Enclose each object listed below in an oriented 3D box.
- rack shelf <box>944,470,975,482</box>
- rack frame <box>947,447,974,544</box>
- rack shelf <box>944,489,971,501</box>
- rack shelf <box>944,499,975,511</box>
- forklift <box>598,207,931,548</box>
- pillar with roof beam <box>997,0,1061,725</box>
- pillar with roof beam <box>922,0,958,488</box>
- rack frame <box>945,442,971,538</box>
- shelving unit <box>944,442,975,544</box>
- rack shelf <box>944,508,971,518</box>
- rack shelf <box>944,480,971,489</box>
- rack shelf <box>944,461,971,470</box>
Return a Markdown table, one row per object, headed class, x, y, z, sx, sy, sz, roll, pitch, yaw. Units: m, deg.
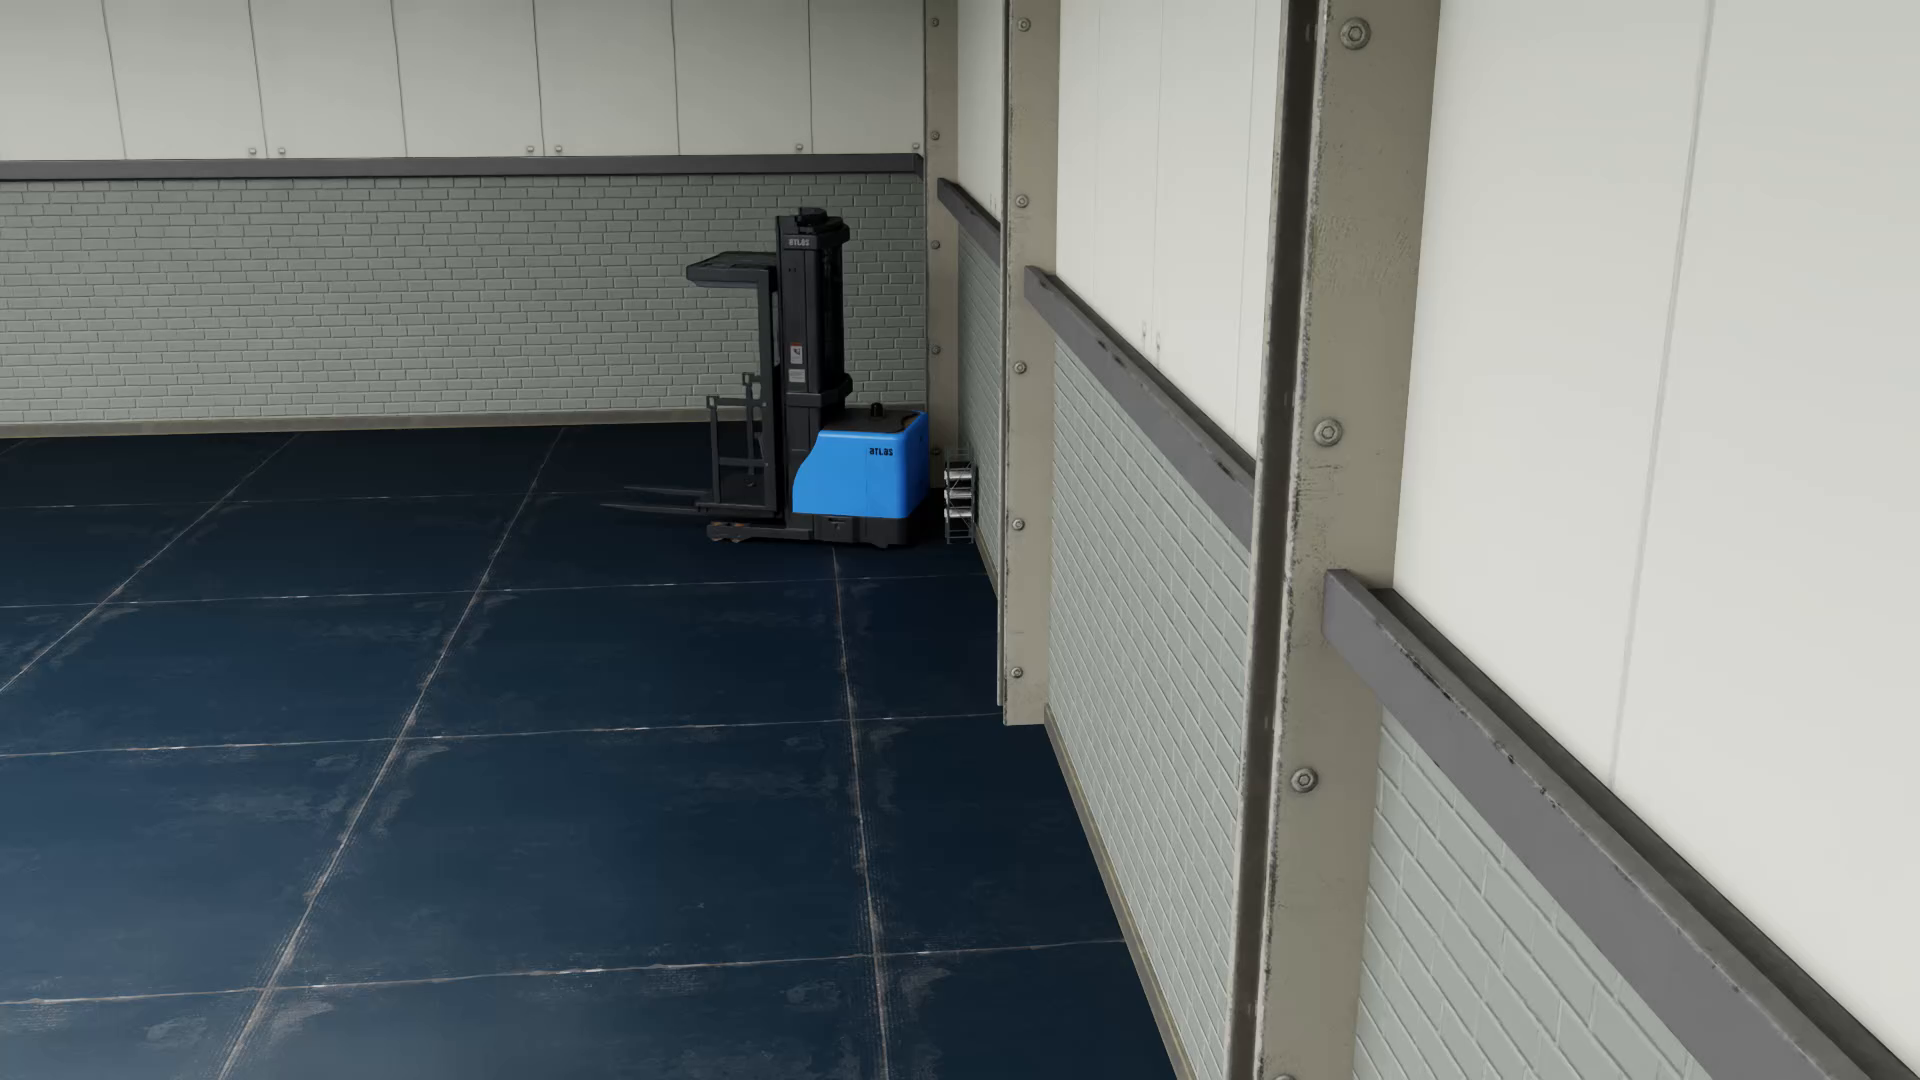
| class | x | y | z | sx | sy | sz | roll | pitch | yaw |
| --- | --- | --- | --- | --- | --- | --- | --- | --- | --- |
| rack shelf | -0.007 | -0.566 | 15.061 | 0.258 | 0.077 | 0.200 | -2 | 18 | -6 |
| rack frame | 0.004 | -0.396 | 15.009 | 0.240 | 0.900 | 0.006 | -2 | 18 | -6 |
| rack shelf | -0.007 | -0.394 | 15.115 | 0.258 | 0.077 | 0.200 | -2 | 18 | -6 |
| rack shelf | -0.007 | -0.308 | 15.142 | 0.258 | 0.077 | 0.200 | -2 | 18 | -6 |
| forklift | -1.848 | -1.528 | 15.223 | 3.031 | 2.935 | 1.130 | 4 | 18 | 11 |
| pillar with roof beam | -3.849 | -2.970 | 9.685 | 9.100 | 9.000 | 0.400 | -2 | 18 | -6 |
| pillar with roof beam | -4.468 | -4.757 | 15.379 | 9.100 | 9.000 | 0.400 | -2 | 18 | -6 |
| rack frame | -0.019 | -0.456 | 15.201 | 0.240 | 0.900 | 0.006 | -2 | 18 | -6 |
| shelving unit | -0.007 | -0.426 | 15.105 | 0.258 | 0.900 | 0.210 | -2 | 18 | -6 |
| rack shelf | -0.007 | -0.223 | 15.169 | 0.258 | 0.077 | 0.200 | -2 | 18 | -6 |
| rack shelf | -0.007 | -0.480 | 15.088 | 0.258 | 0.077 | 0.200 | -2 | 18 | -6 |
| rack shelf | -0.007 | -0.652 | 15.034 | 0.258 | 0.077 | 0.200 | -2 | 18 | -6 |
